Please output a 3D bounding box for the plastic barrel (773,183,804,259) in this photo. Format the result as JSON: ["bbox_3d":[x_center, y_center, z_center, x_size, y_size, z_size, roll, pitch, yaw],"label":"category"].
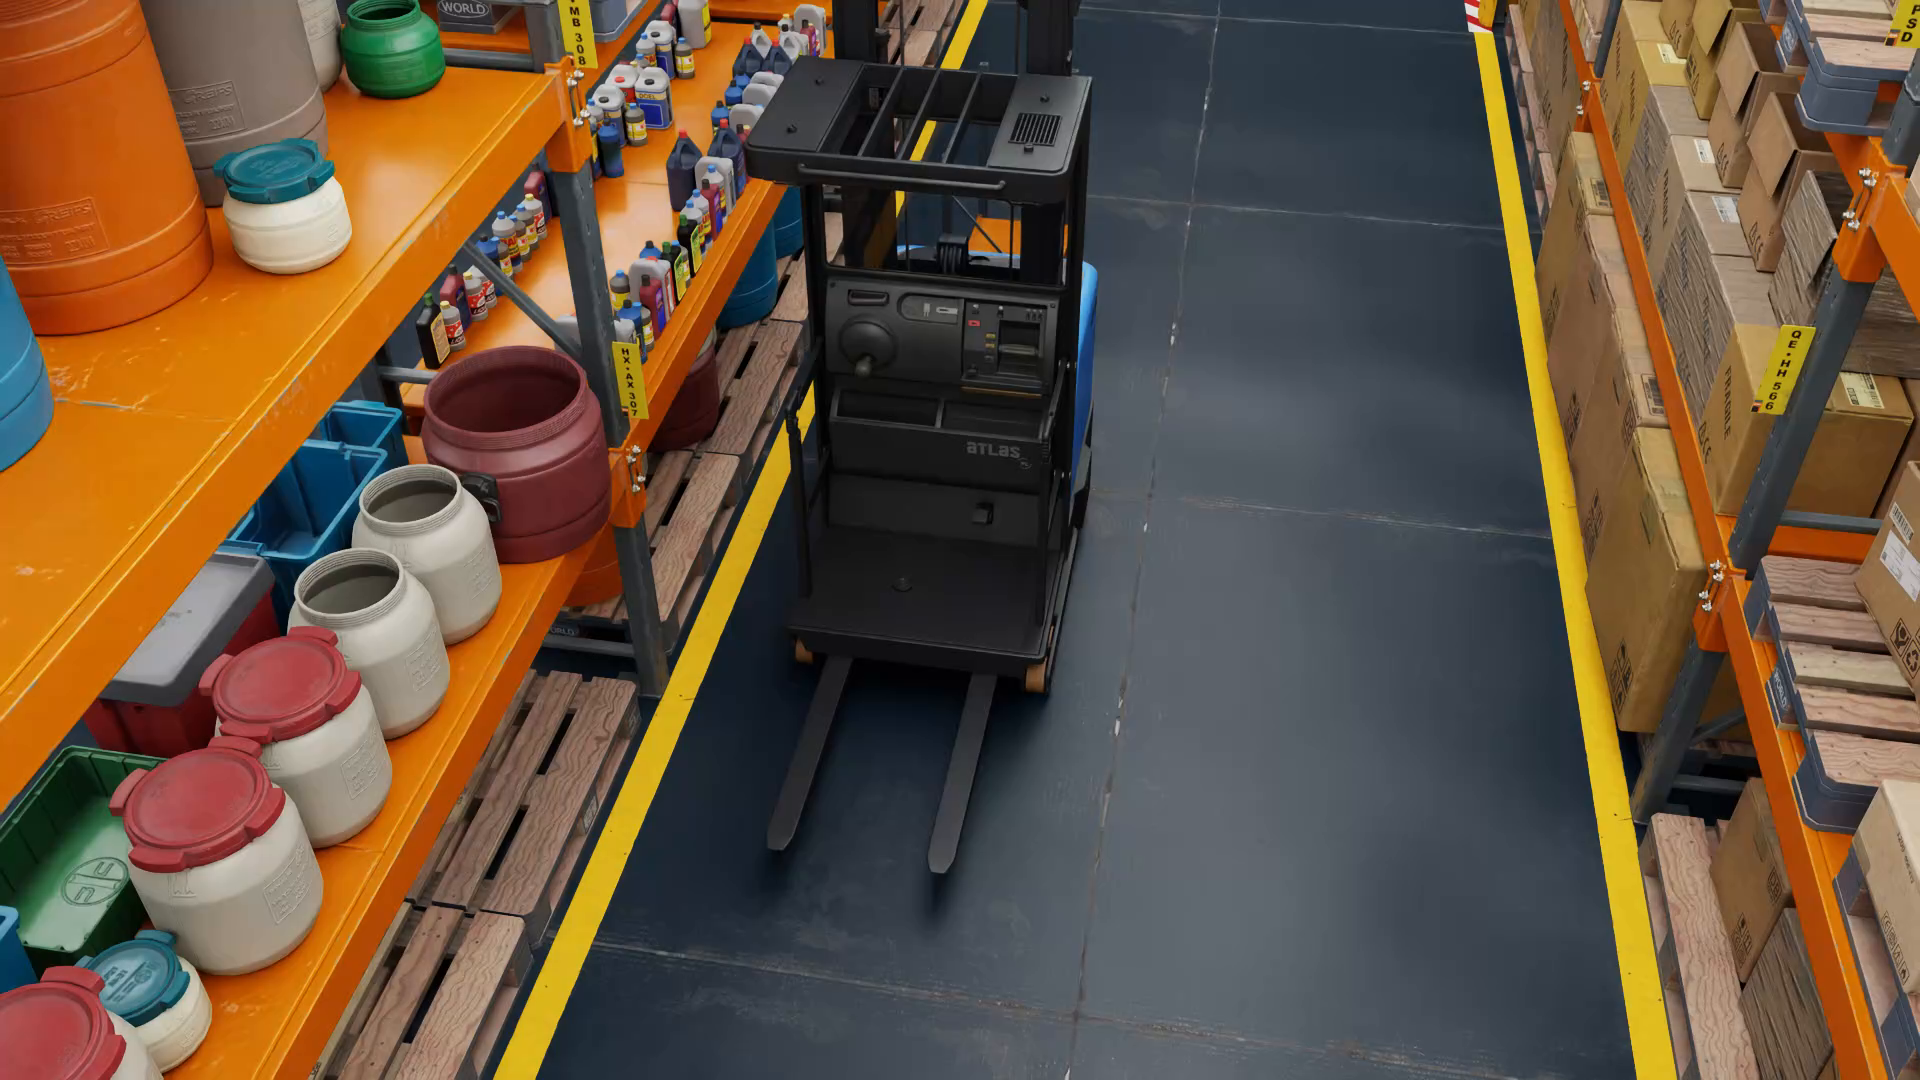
[{"bbox_3d":[-1.163,-2.097,9.346,0.600,0.901,0.708,6,40,8],"label":"plastic barrel"}]

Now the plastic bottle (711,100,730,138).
[{"bbox_3d":[-1.142,-1.977,7.985,0.097,0.271,0.097,0,40,0],"label":"plastic bottle"}]

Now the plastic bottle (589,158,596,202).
[{"bbox_3d":[-1.723,-1.646,7.576,0.061,0.283,0.133,6,40,8],"label":"plastic bottle"}]

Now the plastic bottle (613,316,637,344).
[{"bbox_3d":[-1.351,-0.761,6.511,0.152,0.276,0.135,6,40,8],"label":"plastic bottle"}]

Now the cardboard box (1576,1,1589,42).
[{"bbox_3d":[3.600,-2.830,9.113,0.380,0.149,0.250,7,40,9],"label":"cardboard box"}]

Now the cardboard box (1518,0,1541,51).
[{"bbox_3d":[4.486,-3.980,11.645,0.875,0.875,0.875,6,40,8],"label":"cardboard box"}]

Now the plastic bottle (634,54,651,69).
[{"bbox_3d":[-1.635,-2.398,8.549,0.097,0.201,0.097,0,40,0],"label":"plastic bottle"}]

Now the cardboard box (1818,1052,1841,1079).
[{"bbox_3d":[2.863,1.896,4.816,0.700,0.500,0.500,10,41,11],"label":"cardboard box"}]

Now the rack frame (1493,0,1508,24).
[{"bbox_3d":[4.518,-5.048,11.598,1.000,3.000,0.127,6,40,8],"label":"rack frame"}]

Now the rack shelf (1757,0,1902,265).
[{"bbox_3d":[3.480,-2.161,6.317,1.077,0.370,4.000,6,40,8],"label":"rack shelf"}]

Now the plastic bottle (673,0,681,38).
[{"bbox_3d":[-1.536,-2.855,9.038,0.061,0.283,0.133,6,40,8],"label":"plastic bottle"}]

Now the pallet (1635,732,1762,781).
[{"bbox_3d":[3.344,0.561,7.002,1.003,0.211,1.213,6,40,8],"label":"pallet"}]

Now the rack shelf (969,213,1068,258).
[{"bbox_3d":[0.257,-1.345,8.579,0.538,0.185,1.000,7,40,8],"label":"rack shelf"}]

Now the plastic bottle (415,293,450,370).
[{"bbox_3d":[-2.095,-0.829,6.587,0.061,0.283,0.133,6,40,8],"label":"plastic bottle"}]

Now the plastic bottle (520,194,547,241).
[{"bbox_3d":[-1.899,-1.440,7.391,0.097,0.201,0.097,0,40,0],"label":"plastic bottle"}]

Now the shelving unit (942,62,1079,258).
[{"bbox_3d":[0.258,-1.490,8.471,0.587,1.500,1.083,7,40,8],"label":"shelving unit"}]

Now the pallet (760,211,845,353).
[{"bbox_3d":[-1.227,-1.529,9.531,1.003,0.211,1.213,6,40,8],"label":"pallet"}]

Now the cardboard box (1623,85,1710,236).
[{"bbox_3d":[3.327,-1.685,7.452,0.500,0.500,0.500,6,40,7],"label":"cardboard box"}]

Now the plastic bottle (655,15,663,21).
[{"bbox_3d":[-1.578,-2.631,8.777,0.097,0.271,0.097,0,40,0],"label":"plastic bottle"}]

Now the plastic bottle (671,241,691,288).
[{"bbox_3d":[-1.201,-1.176,7.071,0.097,0.201,0.097,0,40,0],"label":"plastic bottle"}]

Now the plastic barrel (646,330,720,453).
[{"bbox_3d":[-1.481,-0.823,8.051,0.600,0.588,0.708,6,40,8],"label":"plastic barrel"}]

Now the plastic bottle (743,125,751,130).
[{"bbox_3d":[-1.009,-1.872,7.913,0.097,0.201,0.097,0,40,0],"label":"plastic bottle"}]

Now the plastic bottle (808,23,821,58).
[{"bbox_3d":[-0.795,-2.648,8.851,0.097,0.201,0.097,0,40,0],"label":"plastic bottle"}]

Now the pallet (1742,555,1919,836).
[{"bbox_3d":[3.115,0.506,5.031,1.213,0.211,1.003,6,40,8],"label":"pallet"}]

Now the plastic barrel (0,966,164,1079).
[{"bbox_3d":[-2.055,1.309,3.803,0.433,0.535,0.433,0,40,0],"label":"plastic barrel"}]

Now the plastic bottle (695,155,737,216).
[{"bbox_3d":[-1.111,-1.631,7.563,0.152,0.276,0.135,6,40,8],"label":"plastic bottle"}]

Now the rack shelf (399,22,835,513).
[{"bbox_3d":[-1.398,-1.551,7.933,1.077,0.370,4.000,6,40,8],"label":"rack shelf"}]

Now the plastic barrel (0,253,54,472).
[{"bbox_3d":[-2.336,-0.576,3.442,0.600,0.901,0.708,6,40,8],"label":"plastic barrel"}]

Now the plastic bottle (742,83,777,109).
[{"bbox_3d":[-0.976,-2.122,8.157,0.152,0.276,0.135,6,40,8],"label":"plastic bottle"}]

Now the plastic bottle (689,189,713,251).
[{"bbox_3d":[-1.144,-1.409,7.298,0.097,0.271,0.097,0,40,0],"label":"plastic bottle"}]

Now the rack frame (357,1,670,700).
[{"bbox_3d":[-1.744,-0.573,6.186,1.000,3.000,0.127,6,40,8],"label":"rack frame"}]

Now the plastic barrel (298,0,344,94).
[{"bbox_3d":[-2.100,-1.611,4.999,0.421,0.512,0.421,0,40,0],"label":"plastic barrel"}]

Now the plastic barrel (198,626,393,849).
[{"bbox_3d":[-1.853,0.577,4.689,0.433,0.535,0.433,0,40,0],"label":"plastic barrel"}]

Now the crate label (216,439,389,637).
[{"bbox_3d":[-2.183,0.007,5.456,0.502,0.435,0.616,6,40,8],"label":"crate label"}]

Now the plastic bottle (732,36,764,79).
[{"bbox_3d":[-1.063,-2.351,8.375,0.144,0.351,0.185,6,40,8],"label":"plastic bottle"}]

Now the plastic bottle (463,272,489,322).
[{"bbox_3d":[-2.017,-1.013,6.873,0.097,0.201,0.097,0,40,0],"label":"plastic bottle"}]

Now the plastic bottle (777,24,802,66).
[{"bbox_3d":[-0.889,-2.451,8.496,0.144,0.351,0.185,6,40,8],"label":"plastic bottle"}]

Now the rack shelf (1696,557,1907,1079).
[{"bbox_3d":[2.788,1.506,4.236,1.077,0.370,4.000,6,40,8],"label":"rack shelf"}]

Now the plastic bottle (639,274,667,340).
[{"bbox_3d":[-1.249,-0.965,6.752,0.061,0.283,0.133,6,40,8],"label":"plastic bottle"}]

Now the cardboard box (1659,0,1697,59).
[{"bbox_3d":[3.724,-2.561,7.724,0.797,0.503,0.637,5,40,7],"label":"cardboard box"}]

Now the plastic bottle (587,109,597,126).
[{"bbox_3d":[-1.772,-1.928,7.925,0.097,0.271,0.097,0,40,0],"label":"plastic bottle"}]

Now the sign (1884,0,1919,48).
[{"bbox_3d":[2.589,-1.479,4.460,0.100,0.325,0.005,6,40,8],"label":"sign"}]

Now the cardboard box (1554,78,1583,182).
[{"bbox_3d":[4.019,-2.286,9.595,0.875,0.875,0.875,6,40,8],"label":"cardboard box"}]

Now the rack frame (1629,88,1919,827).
[{"bbox_3d":[3.134,-0.027,5.525,1.000,3.000,0.127,6,40,8],"label":"rack frame"}]

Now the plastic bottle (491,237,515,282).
[{"bbox_3d":[-1.966,-1.196,7.095,0.097,0.201,0.097,0,40,0],"label":"plastic bottle"}]

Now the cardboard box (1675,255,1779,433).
[{"bbox_3d":[3.067,-0.715,6.279,0.500,0.500,0.500,6,40,7],"label":"cardboard box"}]

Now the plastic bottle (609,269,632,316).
[{"bbox_3d":[-1.397,-1.025,6.888,0.097,0.201,0.097,0,40,0],"label":"plastic bottle"}]

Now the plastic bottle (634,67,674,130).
[{"bbox_3d":[-1.518,-2.189,8.238,0.152,0.276,0.135,6,40,8],"label":"plastic bottle"}]

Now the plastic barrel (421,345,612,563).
[{"bbox_3d":[-1.526,-0.301,5.750,0.600,0.536,0.708,6,40,8],"label":"plastic barrel"}]

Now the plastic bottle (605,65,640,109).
[{"bbox_3d":[-1.668,-2.206,8.258,0.152,0.276,0.135,6,40,8],"label":"plastic bottle"}]

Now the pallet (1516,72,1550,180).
[{"bbox_3d":[4.243,-2.699,10.946,1.003,0.211,1.213,6,40,8],"label":"pallet"}]

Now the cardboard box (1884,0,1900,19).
[{"bbox_3d":[3.168,-1.775,4.875,0.797,0.503,0.637,9,40,10],"label":"cardboard box"}]

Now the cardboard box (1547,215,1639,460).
[{"bbox_3d":[3.581,-0.915,7.938,1.225,0.875,0.875,5,40,6],"label":"cardboard box"}]

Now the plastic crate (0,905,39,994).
[{"bbox_3d":[-2.552,1.217,4.033,0.392,0.384,0.575,6,40,8],"label":"plastic crate"}]

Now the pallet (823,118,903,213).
[{"bbox_3d":[-0.963,-2.474,10.674,1.003,0.211,1.213,6,40,8],"label":"pallet"}]

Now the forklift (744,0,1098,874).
[{"bbox_3d":[-0.112,-0.734,6.435,1.130,2.935,3.031,7,40,8],"label":"forklift"}]

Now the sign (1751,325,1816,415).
[{"bbox_3d":[2.587,-0.532,5.228,0.100,0.325,0.005,6,40,8],"label":"sign"}]

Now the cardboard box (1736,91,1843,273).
[{"bbox_3d":[3.392,-1.318,6.221,0.797,0.503,0.637,7,40,9],"label":"cardboard box"}]

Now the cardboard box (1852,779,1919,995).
[{"bbox_3d":[2.617,0.896,4.198,0.500,0.250,0.500,5,40,6],"label":"cardboard box"}]
